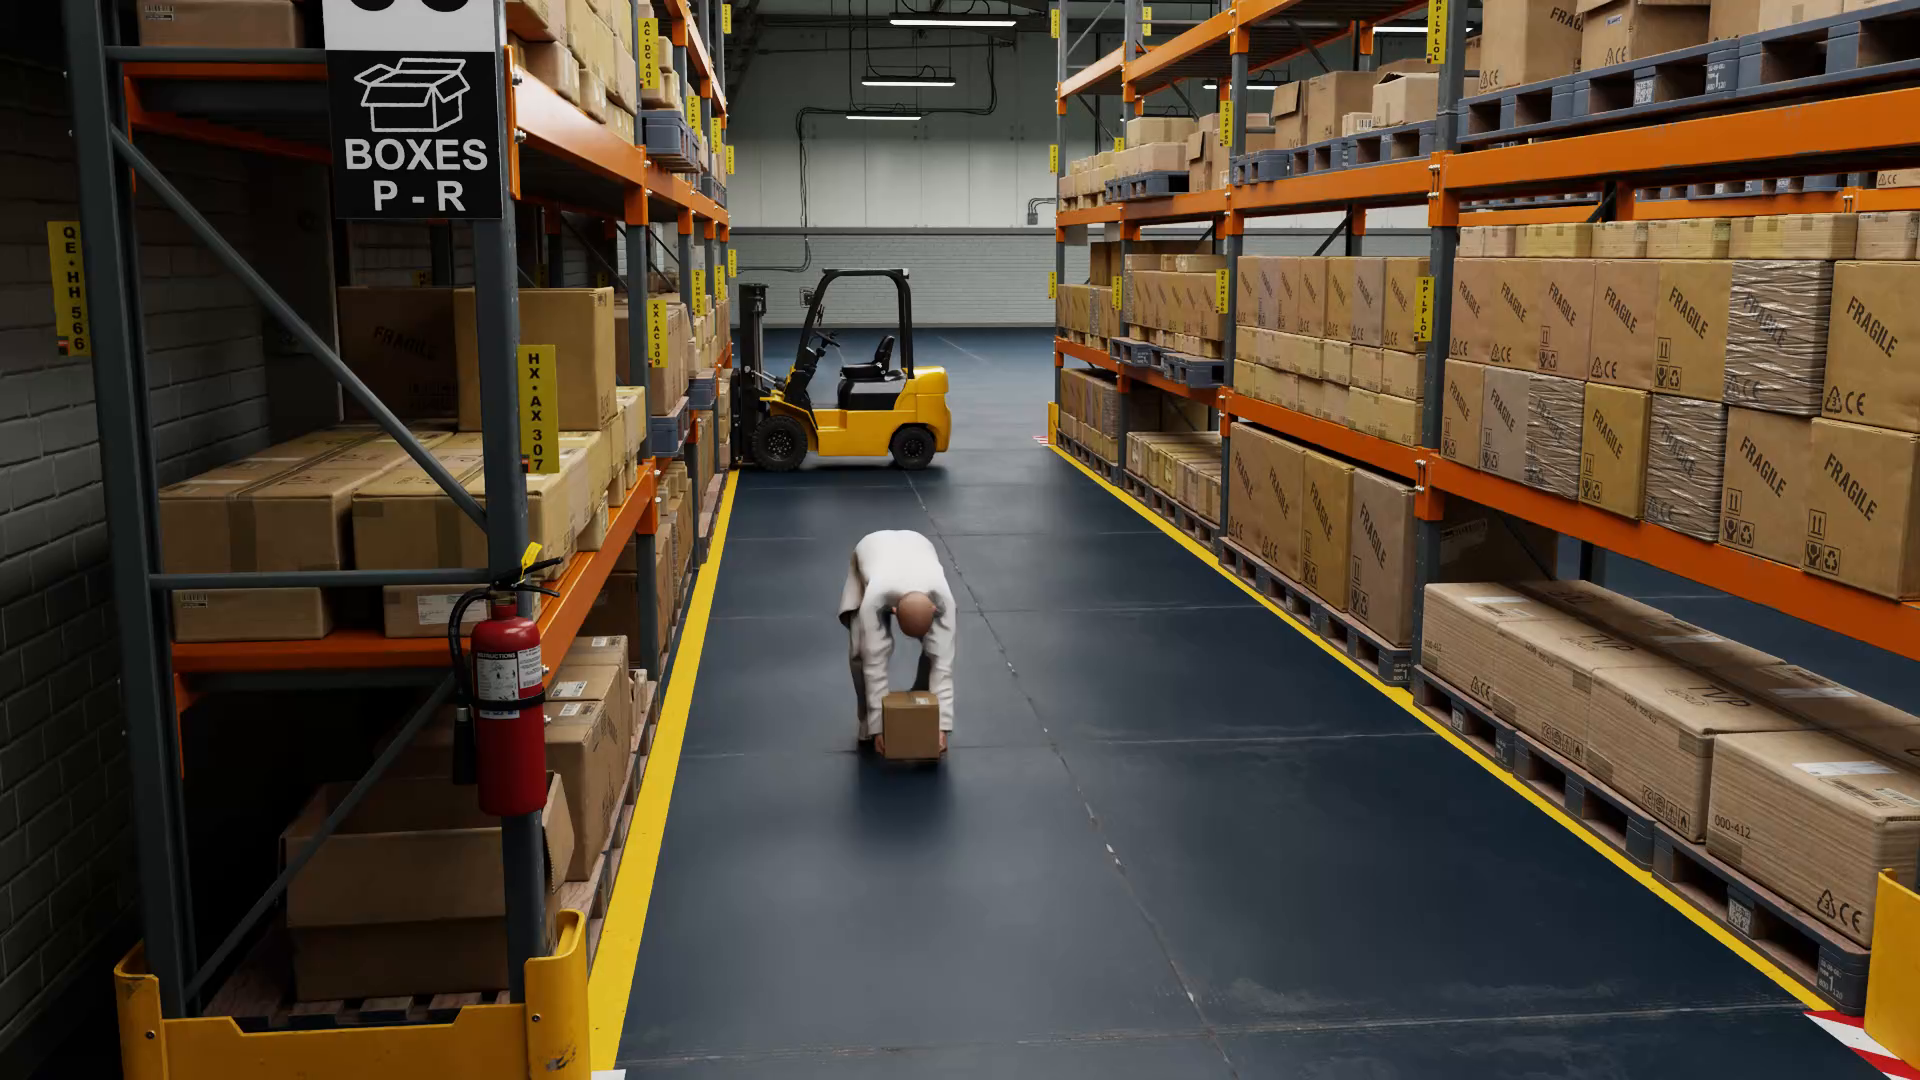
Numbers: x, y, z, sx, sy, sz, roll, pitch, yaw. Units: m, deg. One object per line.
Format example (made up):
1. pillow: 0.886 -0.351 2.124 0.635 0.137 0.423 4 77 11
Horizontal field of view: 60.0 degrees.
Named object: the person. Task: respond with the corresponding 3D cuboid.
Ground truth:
1. person: -0.276 0.483 7.888 0.591 1.010 0.942 -2 10 -9
